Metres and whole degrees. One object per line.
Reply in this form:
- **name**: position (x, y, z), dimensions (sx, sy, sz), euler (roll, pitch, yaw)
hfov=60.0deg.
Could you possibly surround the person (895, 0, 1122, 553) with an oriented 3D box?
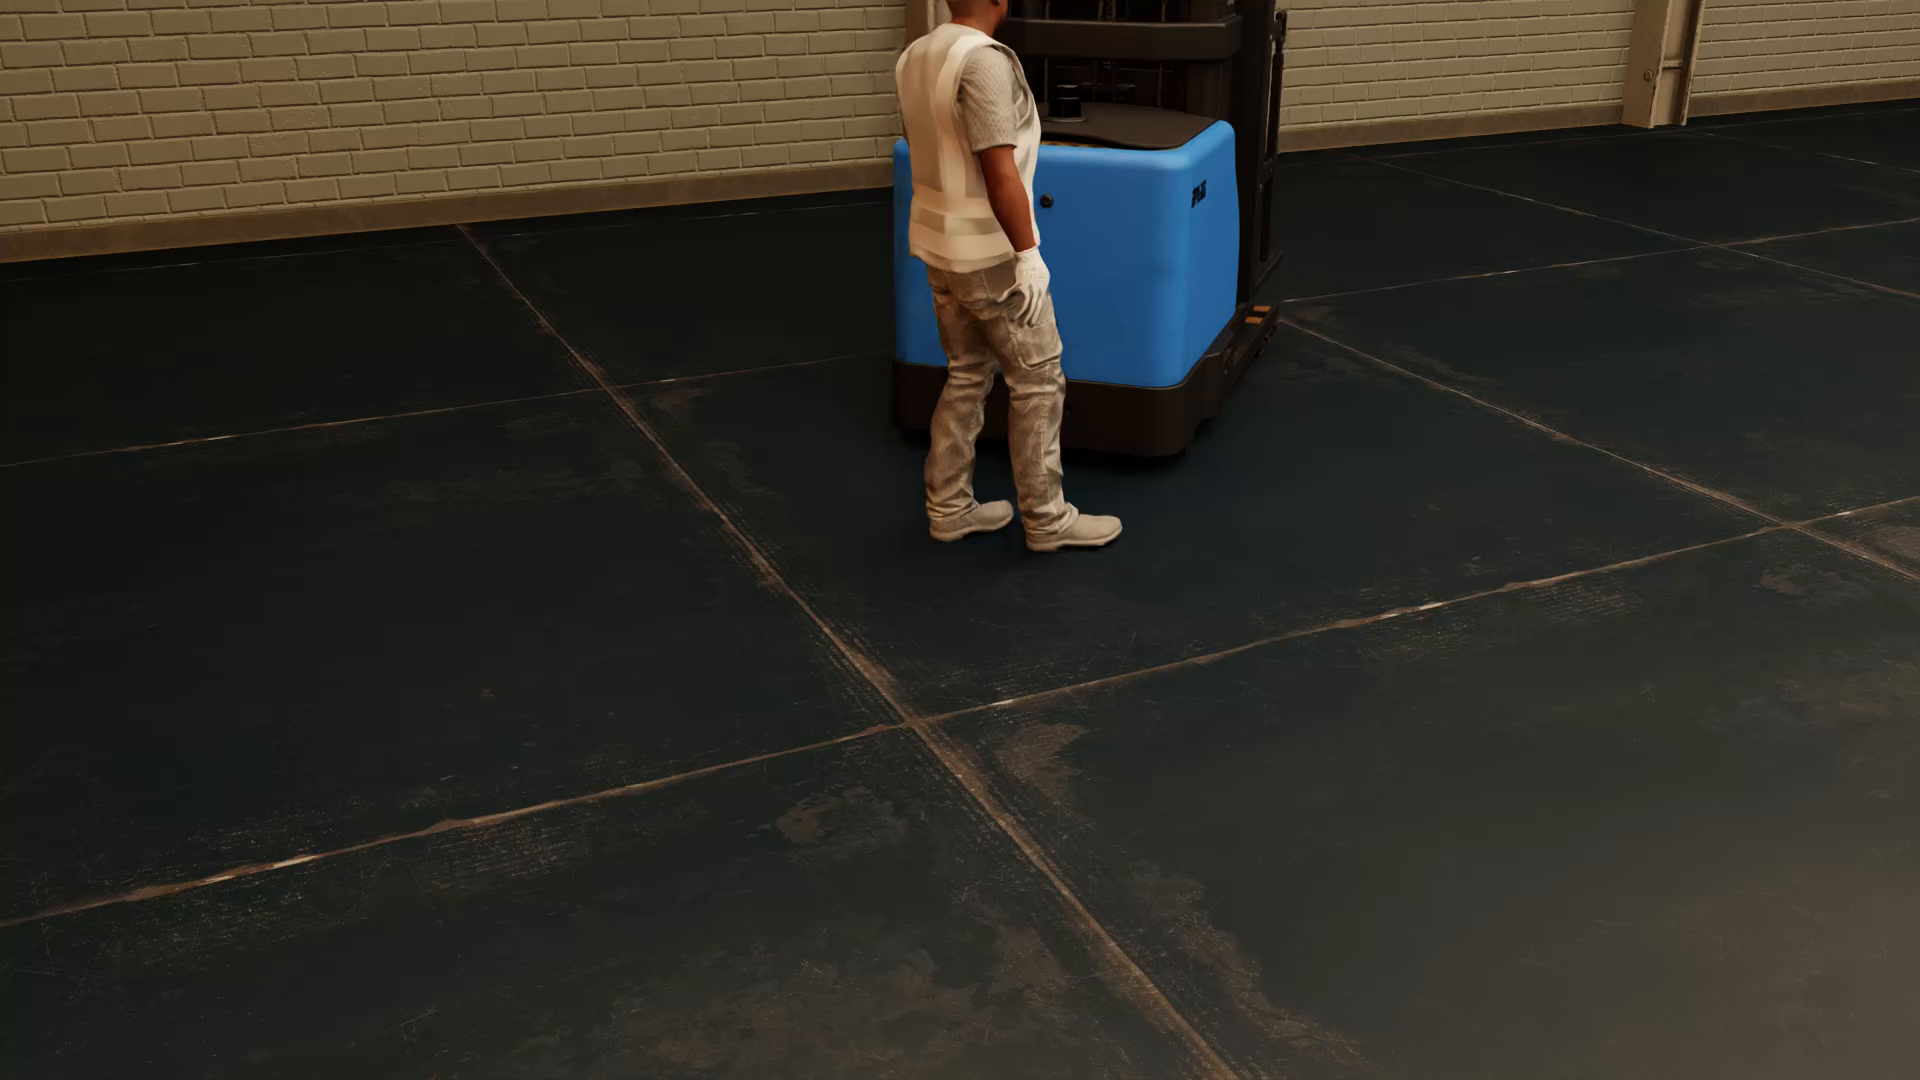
- **person**: position (0.126, -0.858, 4.874), dimensions (0.563, 1.779, 0.737), euler (-12, 25, -26)

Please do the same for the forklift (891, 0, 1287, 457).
- **forklift**: position (0.728, -2.169, 6.506), dimensions (1.130, 2.935, 3.031), euler (8, 24, 18)
